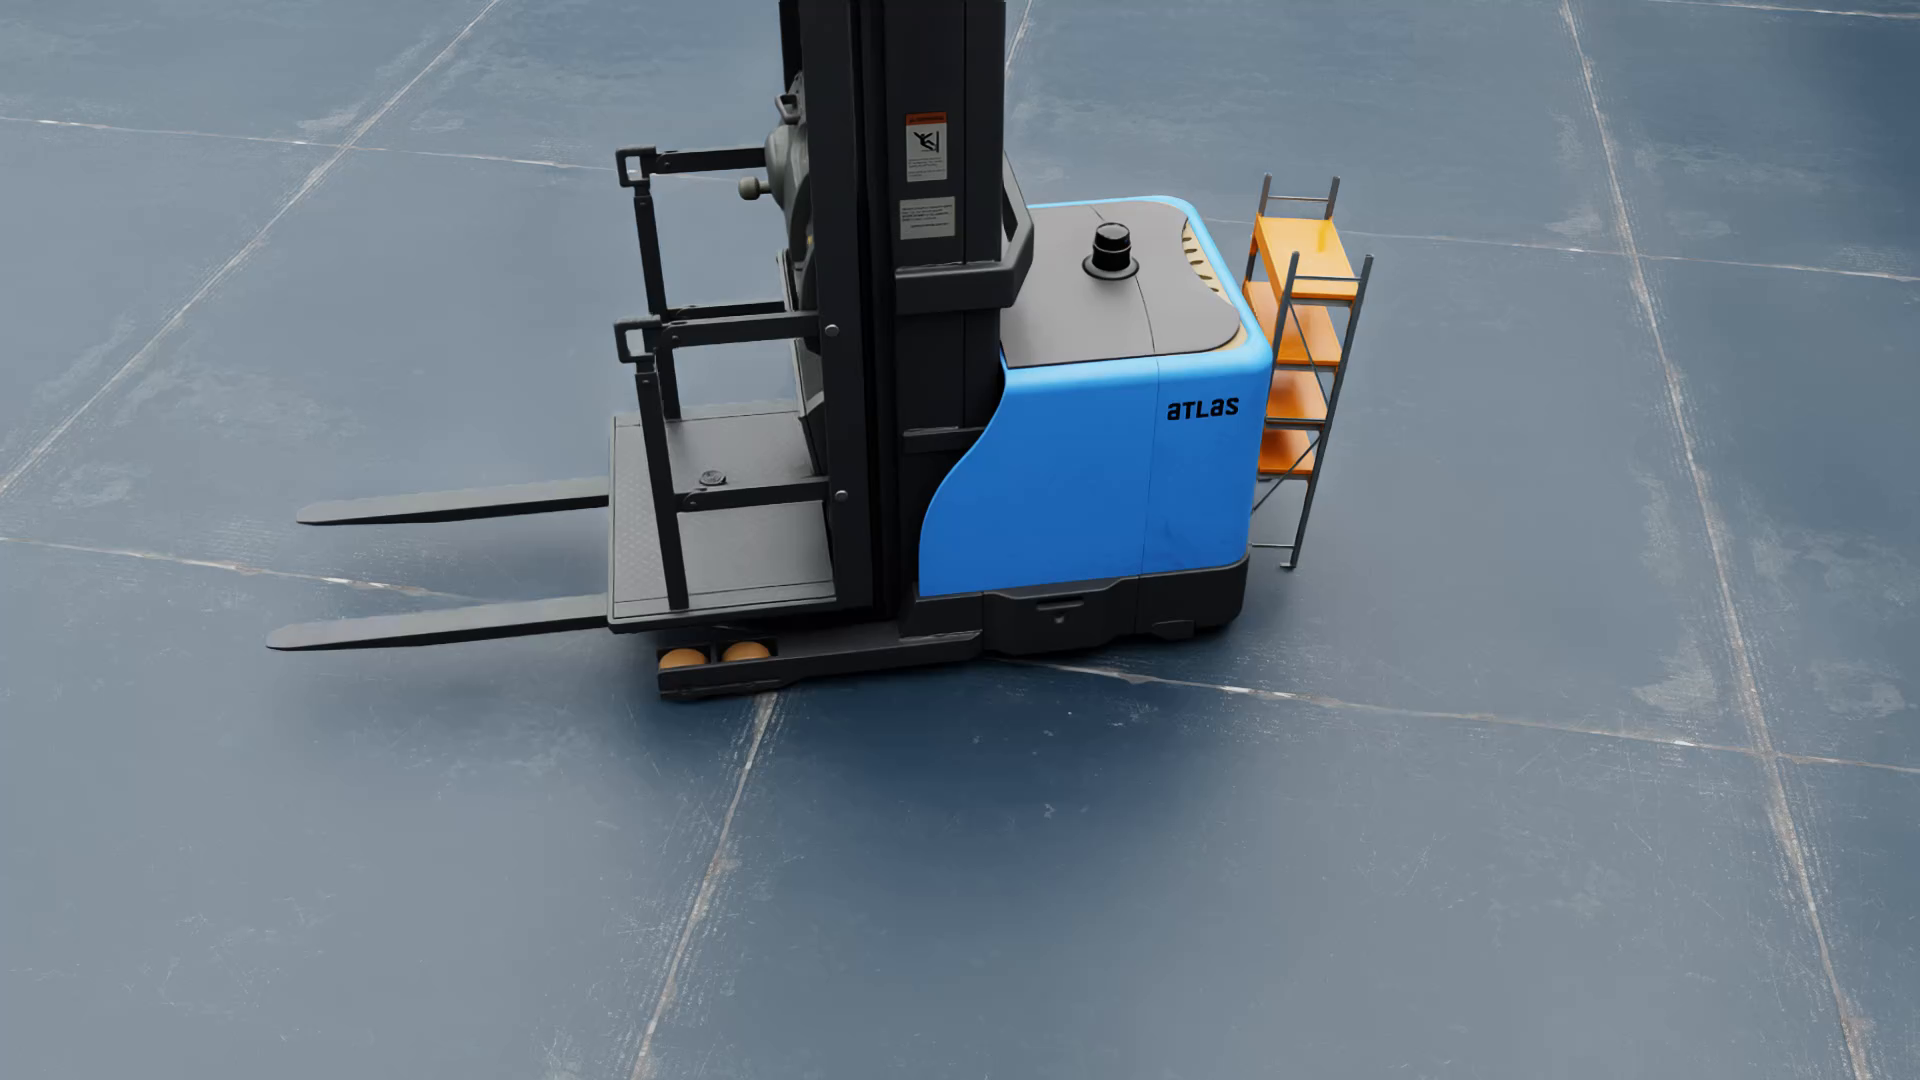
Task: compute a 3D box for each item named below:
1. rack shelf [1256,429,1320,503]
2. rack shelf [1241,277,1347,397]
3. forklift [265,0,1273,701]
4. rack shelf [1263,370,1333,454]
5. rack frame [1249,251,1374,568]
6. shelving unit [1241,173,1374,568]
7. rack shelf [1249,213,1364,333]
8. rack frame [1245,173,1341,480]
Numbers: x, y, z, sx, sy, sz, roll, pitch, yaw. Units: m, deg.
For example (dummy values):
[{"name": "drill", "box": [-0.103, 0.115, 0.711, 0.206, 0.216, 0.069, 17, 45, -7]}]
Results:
[{"name": "rack shelf", "box": [1.034, -0.327, 5.609, 0.258, 0.148, 0.480, 2, 40, -3]}, {"name": "rack shelf", "box": [1.060, -0.652, 5.340, 0.258, 0.148, 0.480, 2, 40, -3]}, {"name": "forklift", "box": [-0.649, -0.994, 4.651, 3.031, 2.935, 1.130, -6, 40, -7]}, {"name": "rack shelf", "box": [1.046, -0.480, 5.482, 0.258, 0.148, 0.480, 2, 40, -3]}, {"name": "rack frame", "box": [1.056, -0.376, 5.252, 0.240, 1.200, 0.015, 2, 40, -3]}, {"name": "shelving unit", "box": [1.050, -0.532, 5.440, 0.258, 1.200, 0.503, 2, 40, -3]}, {"name": "rack shelf", "box": [1.074, -0.835, 5.190, 0.258, 0.148, 0.480, 2, 40, -3]}, {"name": "rack frame", "box": [1.044, -0.688, 5.628, 0.240, 1.200, 0.015, 2, 40, -3]}]
